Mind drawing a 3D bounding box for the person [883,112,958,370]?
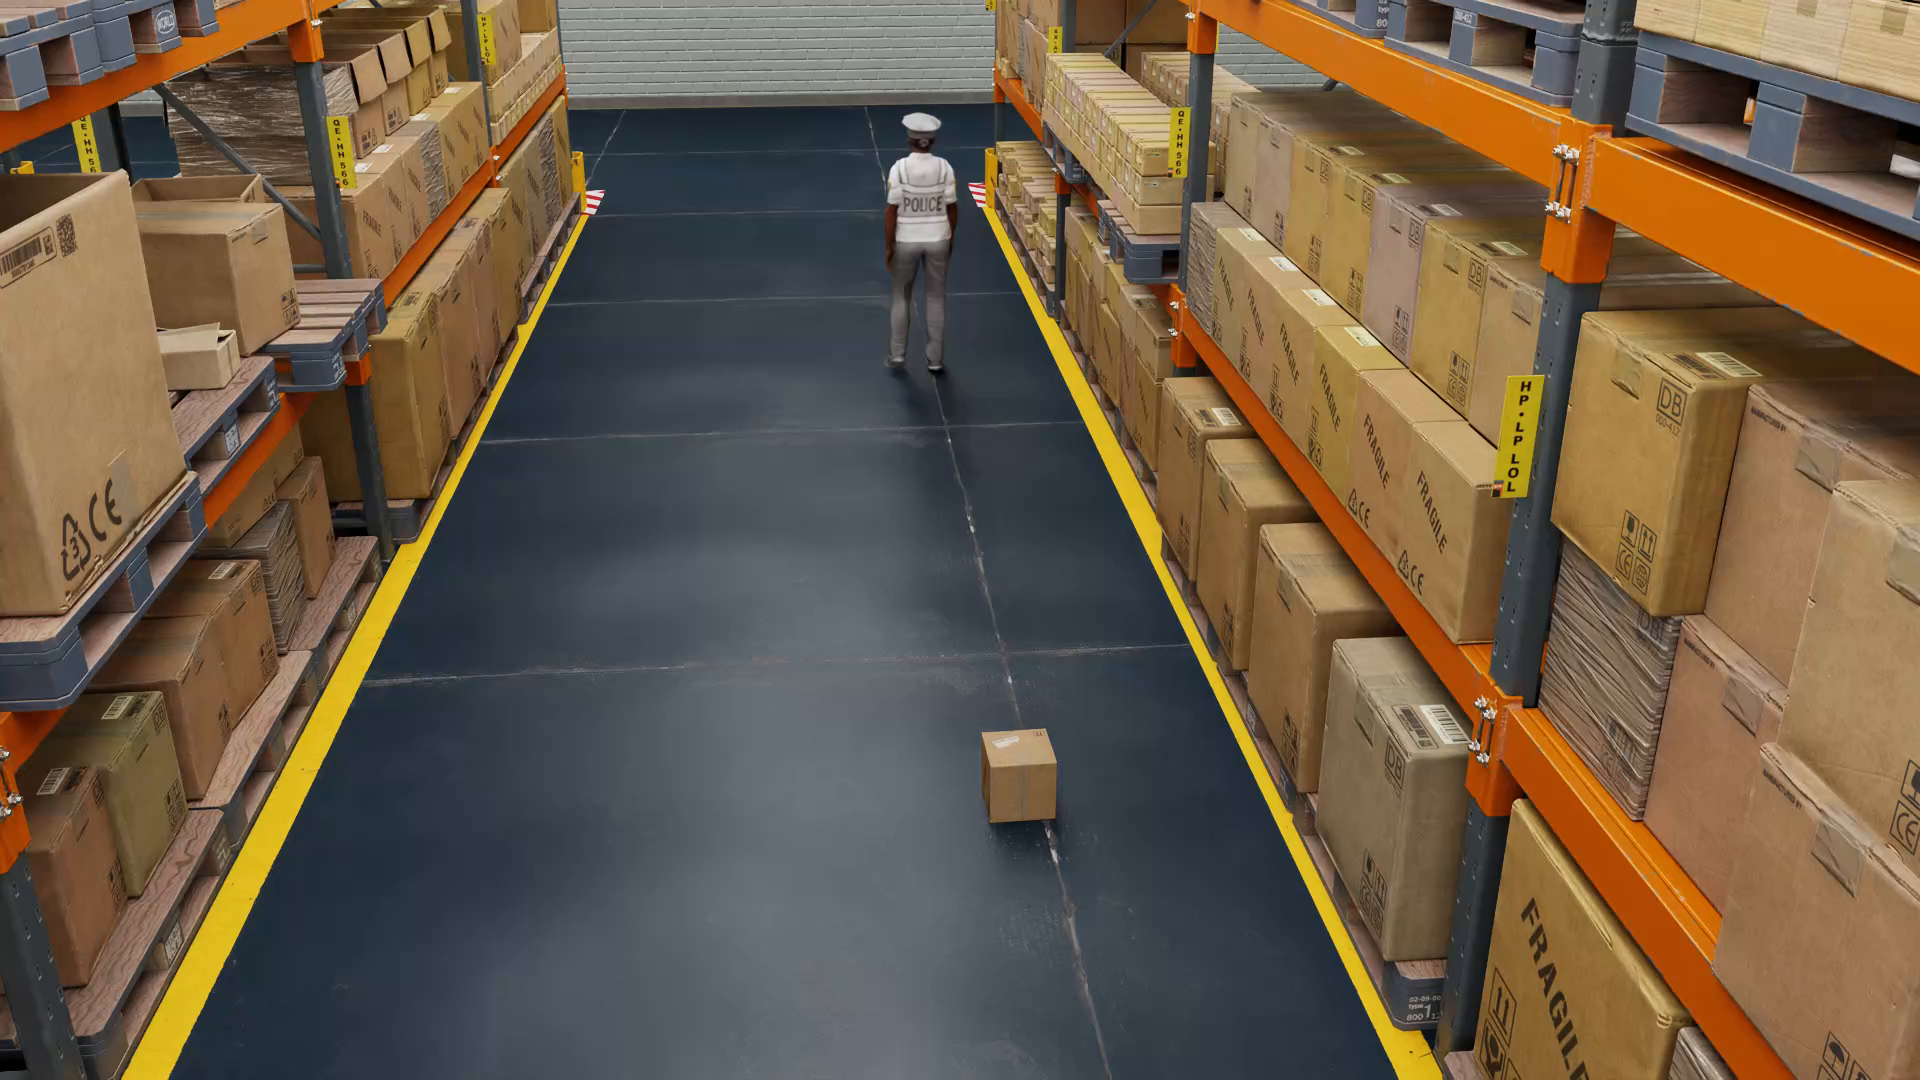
[{"bbox_3d":[-0.266,-1.919,10.958,0.501,1.752,0.426,-3,24,-7],"label":"person"}]
